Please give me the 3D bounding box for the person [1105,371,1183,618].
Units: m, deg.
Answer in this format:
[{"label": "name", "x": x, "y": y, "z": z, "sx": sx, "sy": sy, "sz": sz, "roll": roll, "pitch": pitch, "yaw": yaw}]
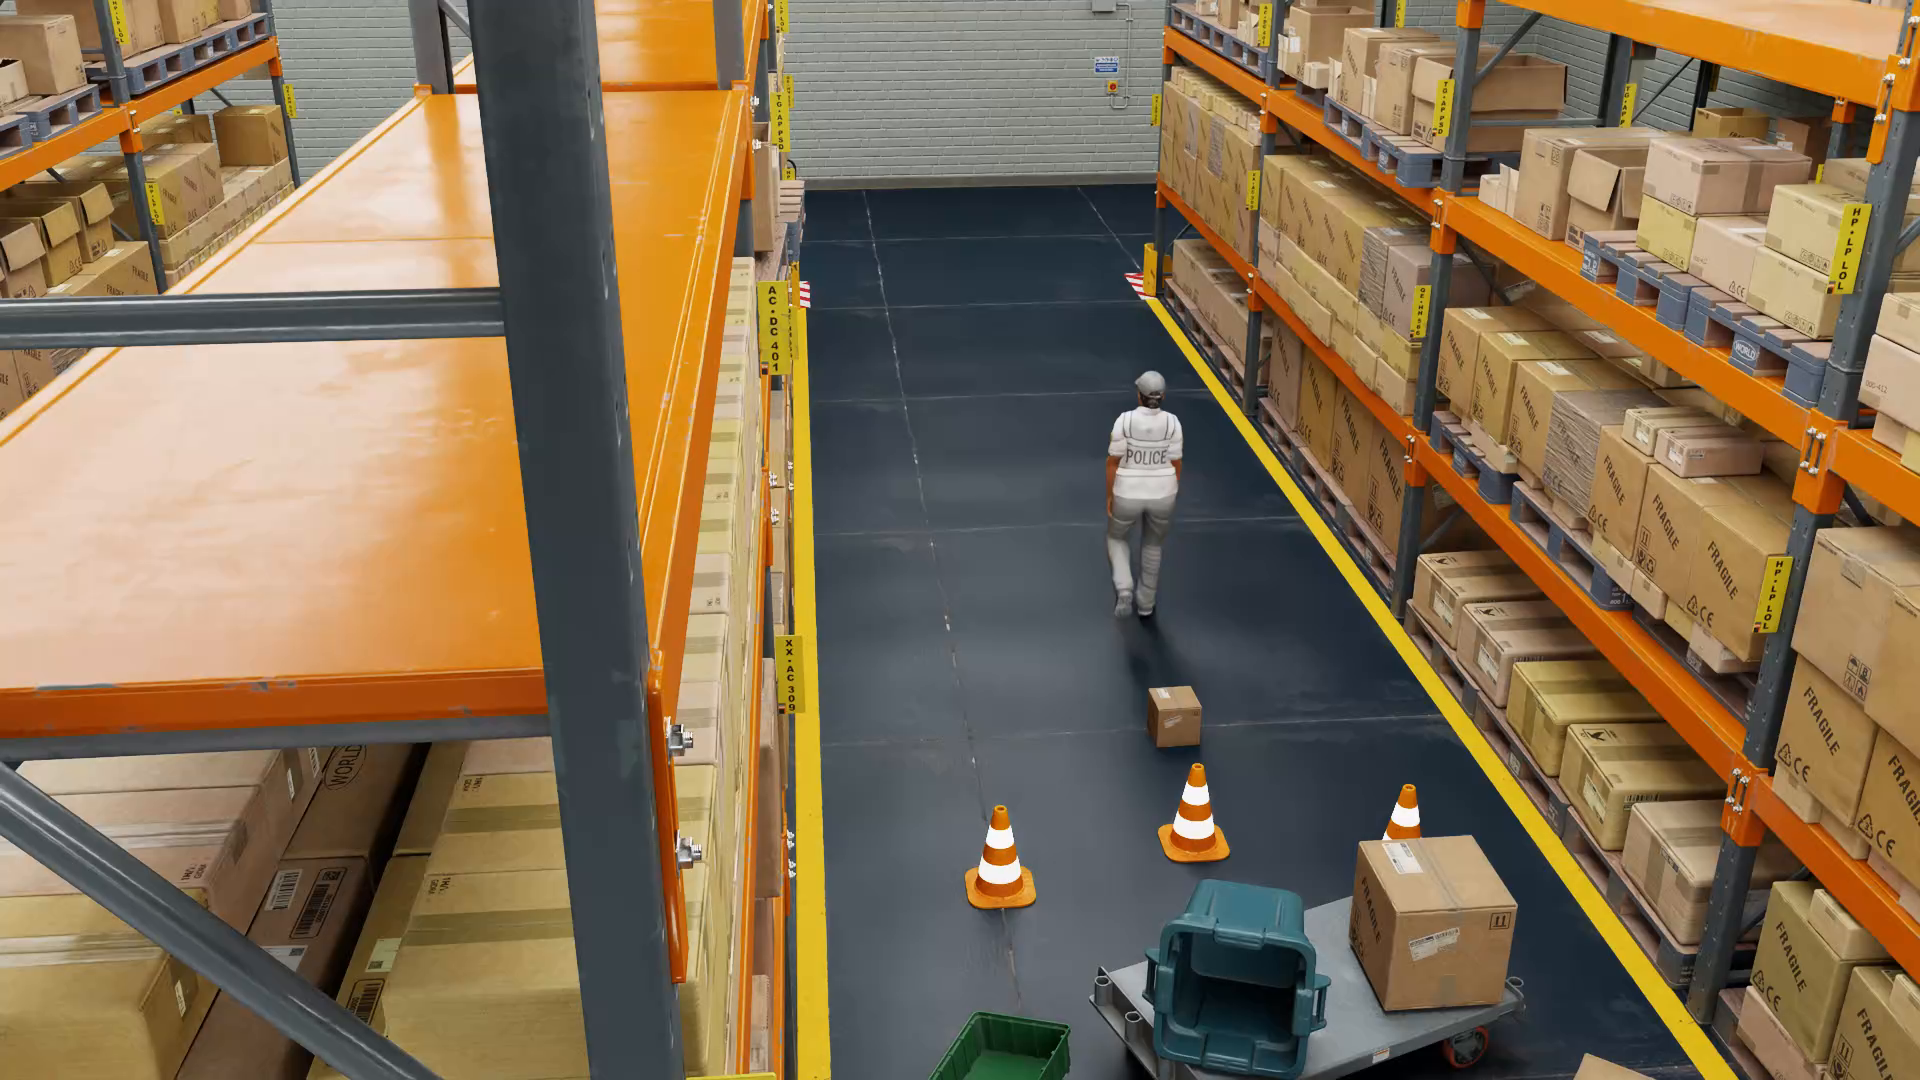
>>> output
[{"label": "person", "x": 1.168, "y": -0.270, "z": 10.652, "sx": 0.485, "sy": 1.651, "sz": 0.478, "roll": 0, "pitch": 24, "yaw": 1}]
